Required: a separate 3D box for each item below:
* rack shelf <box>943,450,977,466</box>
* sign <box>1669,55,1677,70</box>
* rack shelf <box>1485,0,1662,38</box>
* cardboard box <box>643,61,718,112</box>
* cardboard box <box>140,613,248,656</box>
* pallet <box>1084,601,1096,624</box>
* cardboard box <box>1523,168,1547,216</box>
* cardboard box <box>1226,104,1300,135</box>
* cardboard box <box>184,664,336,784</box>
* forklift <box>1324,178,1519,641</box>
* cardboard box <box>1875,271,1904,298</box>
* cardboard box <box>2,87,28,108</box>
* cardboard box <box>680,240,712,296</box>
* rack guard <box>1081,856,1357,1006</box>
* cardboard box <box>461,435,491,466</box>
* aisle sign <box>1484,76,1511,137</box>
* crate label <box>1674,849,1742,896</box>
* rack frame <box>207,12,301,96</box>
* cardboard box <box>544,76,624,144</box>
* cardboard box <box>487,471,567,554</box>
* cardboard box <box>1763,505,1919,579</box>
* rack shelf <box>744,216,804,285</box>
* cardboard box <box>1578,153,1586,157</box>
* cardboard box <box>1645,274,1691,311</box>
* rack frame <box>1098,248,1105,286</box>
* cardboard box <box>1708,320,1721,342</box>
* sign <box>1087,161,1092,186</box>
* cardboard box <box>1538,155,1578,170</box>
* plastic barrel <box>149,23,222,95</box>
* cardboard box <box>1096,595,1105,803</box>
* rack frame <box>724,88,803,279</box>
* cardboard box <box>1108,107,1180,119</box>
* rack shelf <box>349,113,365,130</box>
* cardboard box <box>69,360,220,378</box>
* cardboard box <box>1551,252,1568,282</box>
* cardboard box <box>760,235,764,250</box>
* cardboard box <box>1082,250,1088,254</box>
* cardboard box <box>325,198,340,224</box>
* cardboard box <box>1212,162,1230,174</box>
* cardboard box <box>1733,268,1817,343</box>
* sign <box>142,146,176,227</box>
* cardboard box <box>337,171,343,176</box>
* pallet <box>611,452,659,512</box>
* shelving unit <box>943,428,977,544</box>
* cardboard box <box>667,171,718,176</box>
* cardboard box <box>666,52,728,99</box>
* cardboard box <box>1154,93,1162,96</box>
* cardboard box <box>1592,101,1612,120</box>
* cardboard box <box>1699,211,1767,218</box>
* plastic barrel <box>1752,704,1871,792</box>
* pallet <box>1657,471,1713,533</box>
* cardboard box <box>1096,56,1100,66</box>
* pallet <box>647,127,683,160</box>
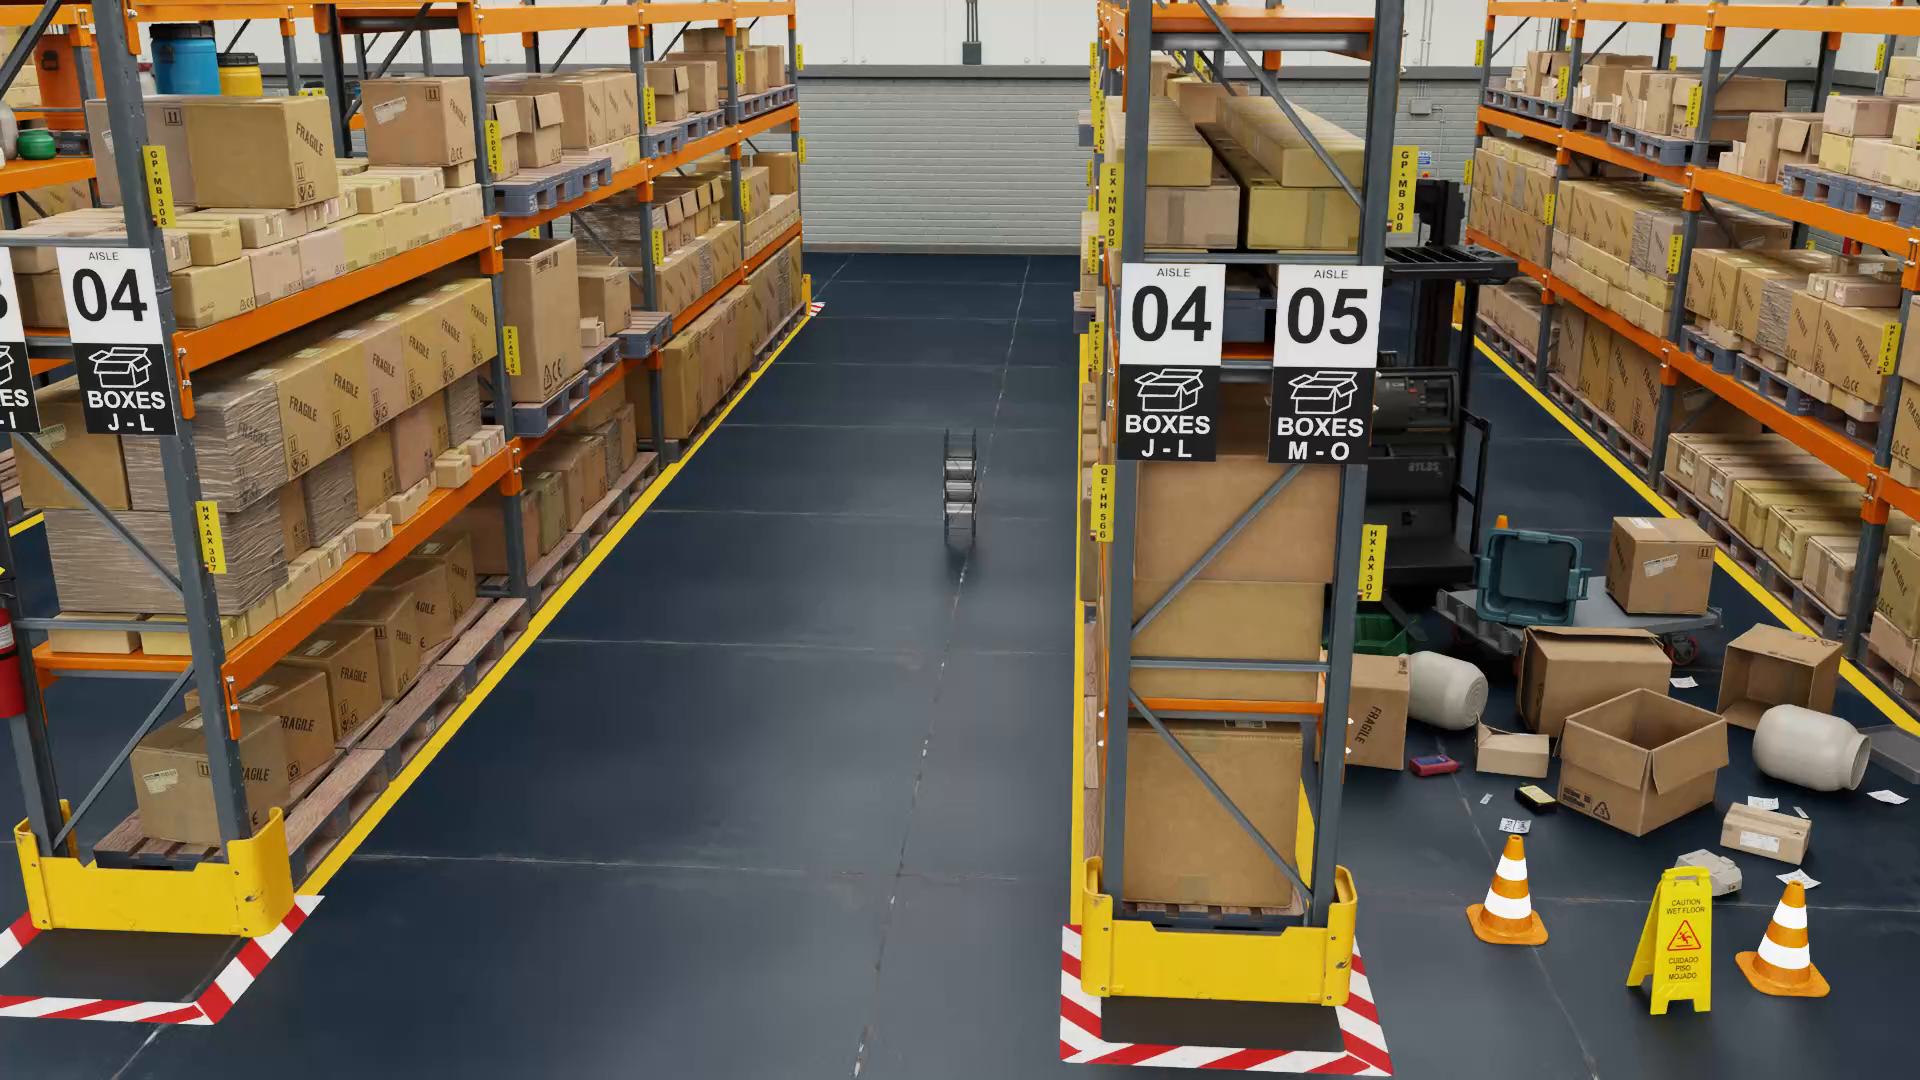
[{"bbox_3d":[0.001,-0.655,13.217,0.258,0.077,0.200,1,18,4],"label":"rack shelf"},{"bbox_3d":[7.476,-4.930,17.497,0.100,0.325,0.005,1,18,4],"label":"sign"},{"bbox_3d":[7.078,-6.058,19.258,1.077,0.370,4.000,1,18,4],"label":"rack shelf"},{"bbox_3d":[-2.982,-4.831,17.698,0.700,0.500,0.500,2,18,5],"label":"cardboard box"},{"bbox_3d":[-3.552,0.424,7.716,0.380,0.149,0.250,1,18,4],"label":"cardboard box"},{"bbox_3d":[1.396,0.371,11.951,1.003,0.211,1.213,1,18,4],"label":"pallet"},{"bbox_3d":[6.737,-3.951,18.897,0.500,0.500,0.500,1,18,3],"label":"cardboard box"},{"bbox_3d":[1.653,-2.290,9.065,0.380,0.149,0.250,2,18,5],"label":"cardboard box"},{"bbox_3d":[-3.740,0.996,8.906,0.500,0.500,0.500,6,19,18],"label":"cardboard box"},{"bbox_3d":[3.166,-1.011,11.801,1.130,2.935,3.031,-1,18,-4],"label":"forklift"},{"bbox_3d":[6.723,-1.808,11.769,0.380,0.149,0.250,2,18,7],"label":"cardboard box"},{"bbox_3d":[-12.387,-5.682,21.370,0.500,0.250,0.500,1,18,4],"label":"cardboard box"},{"bbox_3d":[-2.825,-2.764,16.881,0.500,0.500,0.500,1,18,4],"label":"cardboard box"},{"bbox_3d":[1.128,1.725,7.356,1.175,0.500,0.348,1,18,4],"label":"rack guard"},{"bbox_3d":[-3.273,-0.585,10.793,0.380,0.149,0.250,1,18,4],"label":"cardboard box"},{"bbox_3d":[6.937,-5.625,21.596,0.394,0.787,0.004,1,18,4],"label":"aisle sign"},{"bbox_3d":[3.681,1.642,8.192,0.250,0.136,0.298,-9,20,-25],"label":"crate label"},{"bbox_3d":[-7.890,-6.301,18.200,1.000,3.000,0.127,1,18,4],"label":"rack frame"},{"bbox_3d":[-3.048,-3.494,13.489,0.500,0.500,0.500,1,18,4],"label":"cardboard box"},{"bbox_3d":[-3.405,-0.214,12.566,0.700,0.500,0.500,1,18,4],"label":"cardboard box"},{"bbox_3d":[6.444,0.029,12.062,0.950,0.372,0.625,2,18,7],"label":"cardboard box"},{"bbox_3d":[-2.807,-3.619,20.805,1.077,0.370,4.000,1,18,4],"label":"rack shelf"},{"bbox_3d":[7.321,-4.359,19.101,0.380,0.149,0.250,1,18,2],"label":"cardboard box"},{"bbox_3d":[6.429,-2.198,14.752,0.500,0.250,0.500,1,18,4],"label":"cardboard box"},{"bbox_3d":[1.703,-1.955,14.572,1.000,3.000,0.127,1,18,4],"label":"rack frame"},{"bbox_3d":[6.320,-1.688,13.487,0.380,0.149,0.250,0,18,0],"label":"cardboard box"},{"bbox_3d":[1.735,-4.863,22.057,0.100,0.325,0.005,1,18,4],"label":"sign"},{"bbox_3d":[6.794,-4.287,18.882,0.380,0.149,0.250,1,18,3],"label":"cardboard box"},{"bbox_3d":[-7.860,-4.780,16.896,0.600,0.901,0.708,1,18,4],"label":"plastic barrel"},{"bbox_3d":[1.173,0.854,8.736,0.875,0.875,0.875,1,18,3],"label":"cardboard box"},{"bbox_3d":[-2.663,-4.582,22.588,1.000,3.000,0.127,1,18,4],"label":"rack frame"},{"bbox_3d":[0.980,-2.222,8.859,0.380,0.149,0.250,1,18,5],"label":"cardboard box"},{"bbox_3d":[-7.747,-5.155,20.675,1.077,0.370,4.000,1,18,4],"label":"rack shelf"},{"bbox_3d":[-3.987,-0.608,8.218,0.500,0.500,0.500,1,18,4],"label":"cardboard box"},{"bbox_3d":[6.640,-2.916,17.746,0.500,0.250,0.500,1,18,3],"label":"cardboard box"},{"bbox_3d":[-2.543,-3.550,19.842,0.380,0.149,0.250,1,18,2],"label":"cardboard box"},{"bbox_3d":[1.301,-2.558,15.187,0.380,0.149,0.250,1,18,3],"label":"cardboard box"},{"bbox_3d":[-3.461,-1.718,8.632,0.380,0.149,0.250,1,18,3],"label":"cardboard box"},{"bbox_3d":[0.923,-1.526,7.375,0.500,0.250,0.500,1,18,4],"label":"cardboard box"},{"bbox_3d":[6.323,-1.803,12.794,0.500,0.500,0.500,2,18,5],"label":"cardboard box"},{"bbox_3d":[-3.269,-1.441,6.783,0.100,0.325,0.005,1,18,4],"label":"sign"},{"bbox_3d":[-3.821,-2.059,9.673,0.380,0.149,0.250,2,18,6],"label":"cardboard box"},{"bbox_3d":[-3.294,-0.529,14.699,1.003,0.211,1.213,1,18,4],"label":"pallet"},{"bbox_3d":[0.001,-0.430,13.291,0.258,0.900,0.210,1,18,4],"label":"shelving unit"},{"bbox_3d":[-3.144,-4.070,19.586,0.500,0.500,0.500,1,18,4],"label":"cardboard box"},{"bbox_3d":[-2.954,-5.304,18.979,0.700,0.500,0.500,0,18,1],"label":"cardboard box"},{"bbox_3d":[2.069,-3.910,15.561,0.500,0.500,0.500,1,18,4],"label":"cardboard box"},{"bbox_3d":[6.495,-4.247,16.450,0.380,0.166,0.250,0,18,0],"label":"cardboard box"},{"bbox_3d":[6.953,-2.700,15.081,0.500,0.500,0.500,1,18,4],"label":"cardboard box"},{"bbox_3d":[4.712,1.158,9.210,0.512,0.421,0.421,17,25,41],"label":"plastic barrel"},{"bbox_3d":[6.590,-0.308,14.024,1.003,0.211,1.213,1,18,4],"label":"pallet"},{"bbox_3d":[1.898,-5.964,20.787,0.380,0.149,0.250,1,18,4],"label":"cardboard box"},{"bbox_3d":[-3.244,-3.634,15.182,1.213,0.211,1.003,2,18,6],"label":"pallet"}]
